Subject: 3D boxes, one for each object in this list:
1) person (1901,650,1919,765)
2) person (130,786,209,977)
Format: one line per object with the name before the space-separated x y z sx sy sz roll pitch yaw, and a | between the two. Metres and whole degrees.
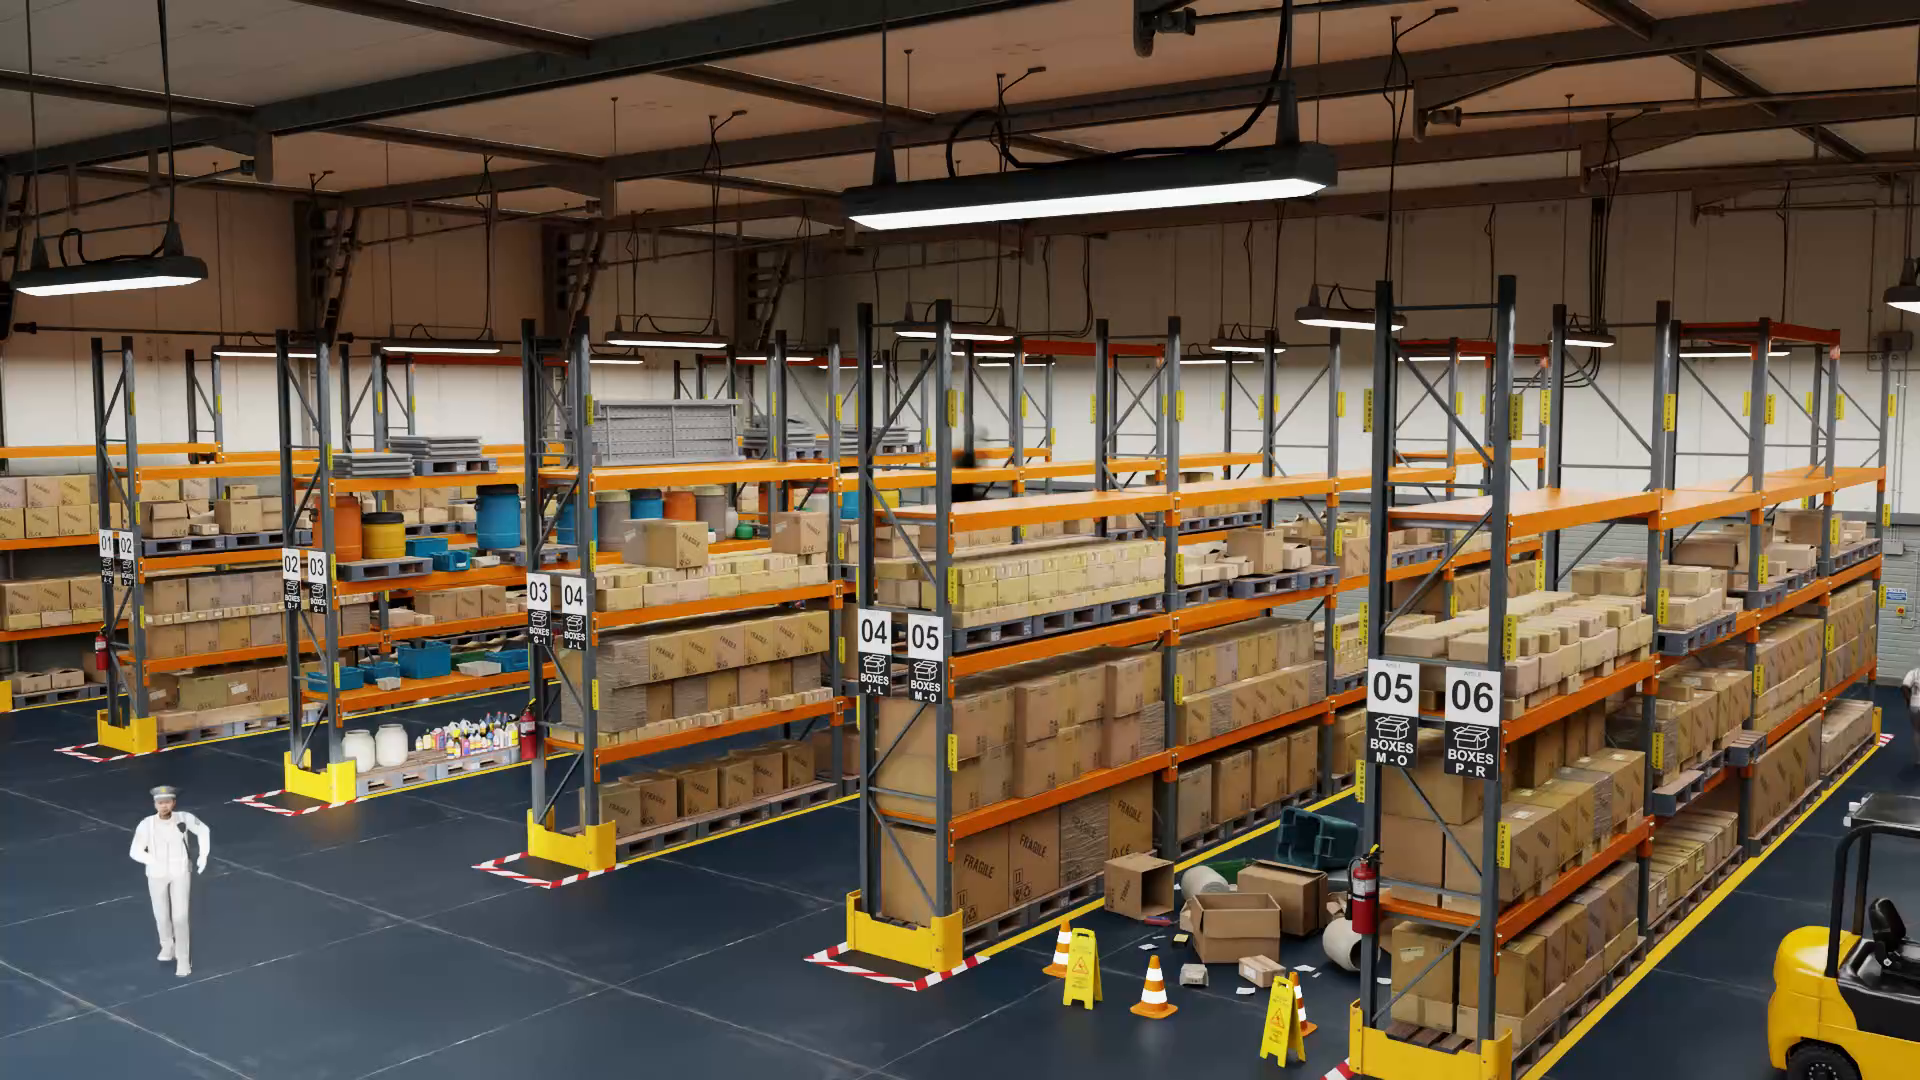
person | 13.364 2.345 23.062 0.577 1.675 0.688 3 6 30
person | -7.069 3.048 14.899 0.626 1.765 0.725 -2 5 -21
